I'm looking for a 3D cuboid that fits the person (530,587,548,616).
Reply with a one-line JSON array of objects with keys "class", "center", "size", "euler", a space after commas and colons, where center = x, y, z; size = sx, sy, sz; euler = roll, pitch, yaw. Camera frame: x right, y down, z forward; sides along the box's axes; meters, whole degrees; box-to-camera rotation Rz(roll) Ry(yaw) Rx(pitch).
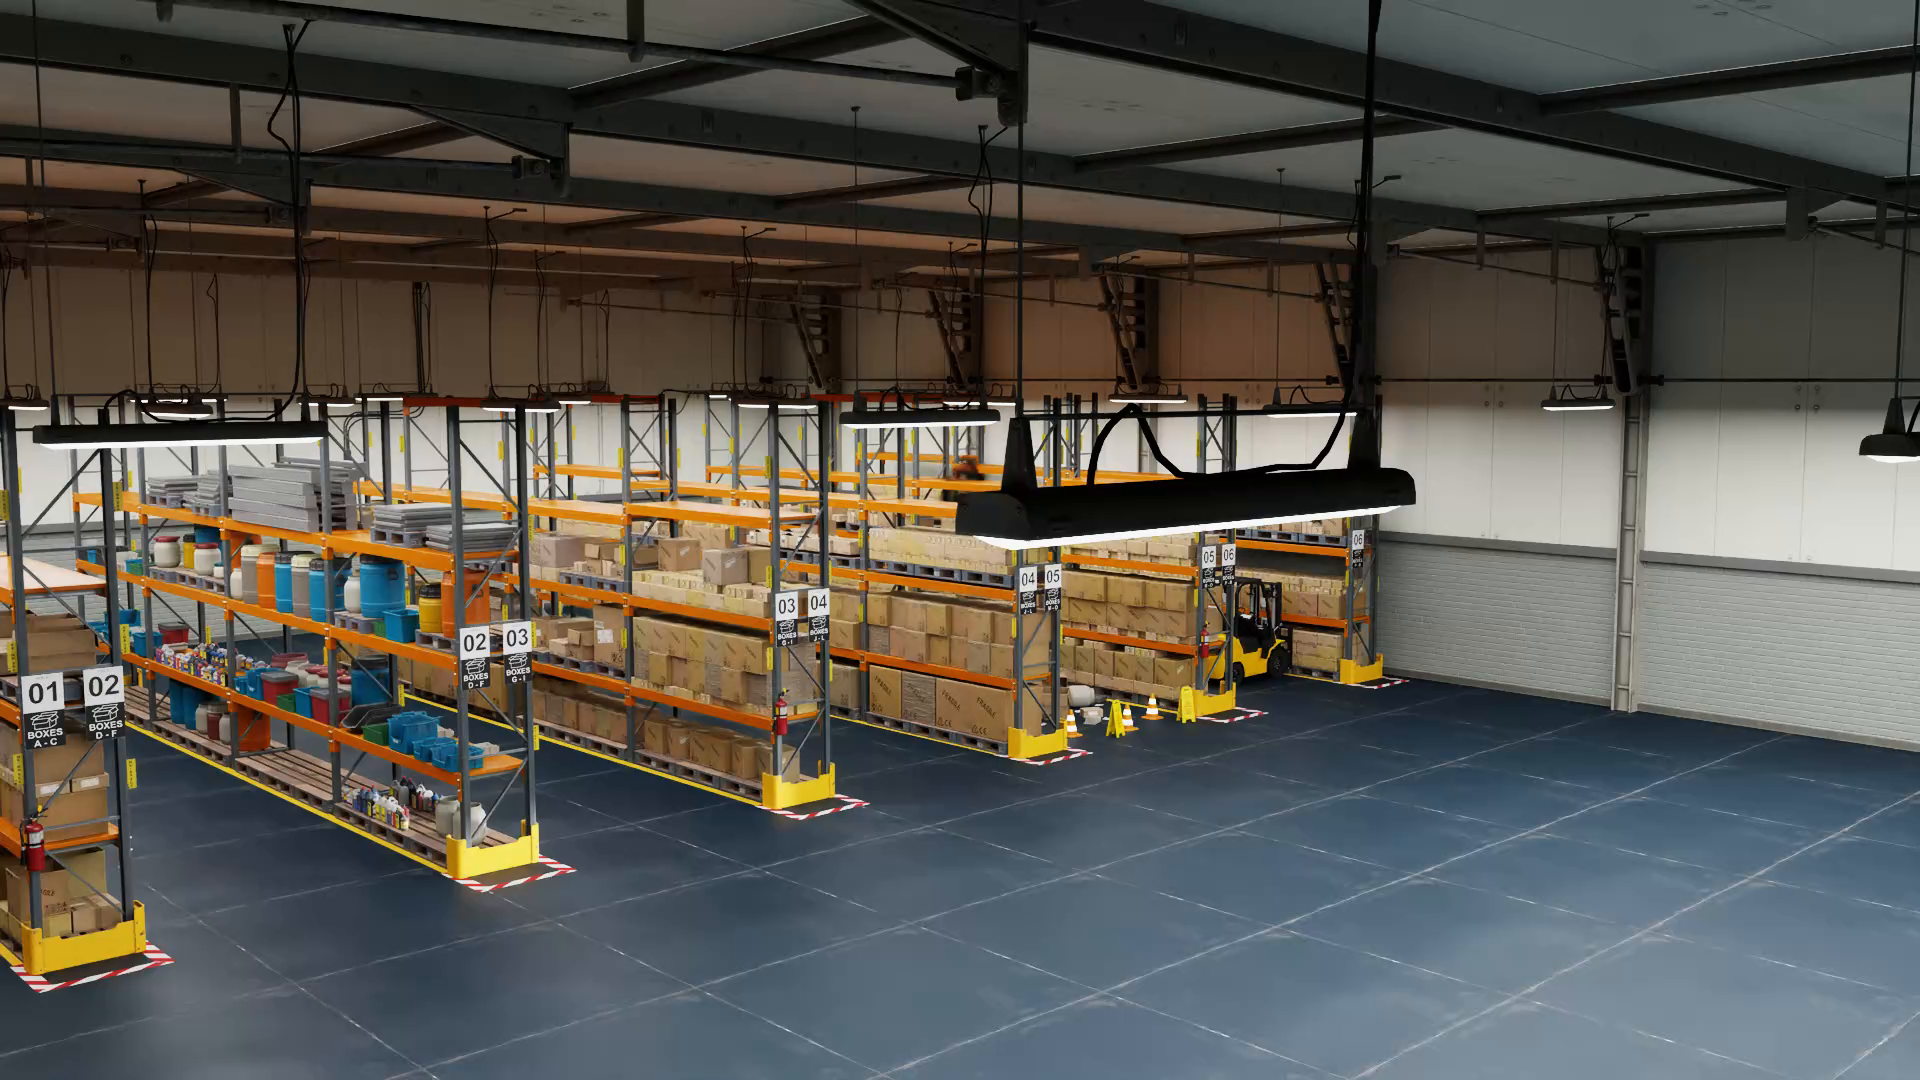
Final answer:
[{"class": "person", "center": [-10.338, 1.471, 40.876], "size": [0.799, 1.841, 0.666], "euler": [-5, 8, -43]}]
